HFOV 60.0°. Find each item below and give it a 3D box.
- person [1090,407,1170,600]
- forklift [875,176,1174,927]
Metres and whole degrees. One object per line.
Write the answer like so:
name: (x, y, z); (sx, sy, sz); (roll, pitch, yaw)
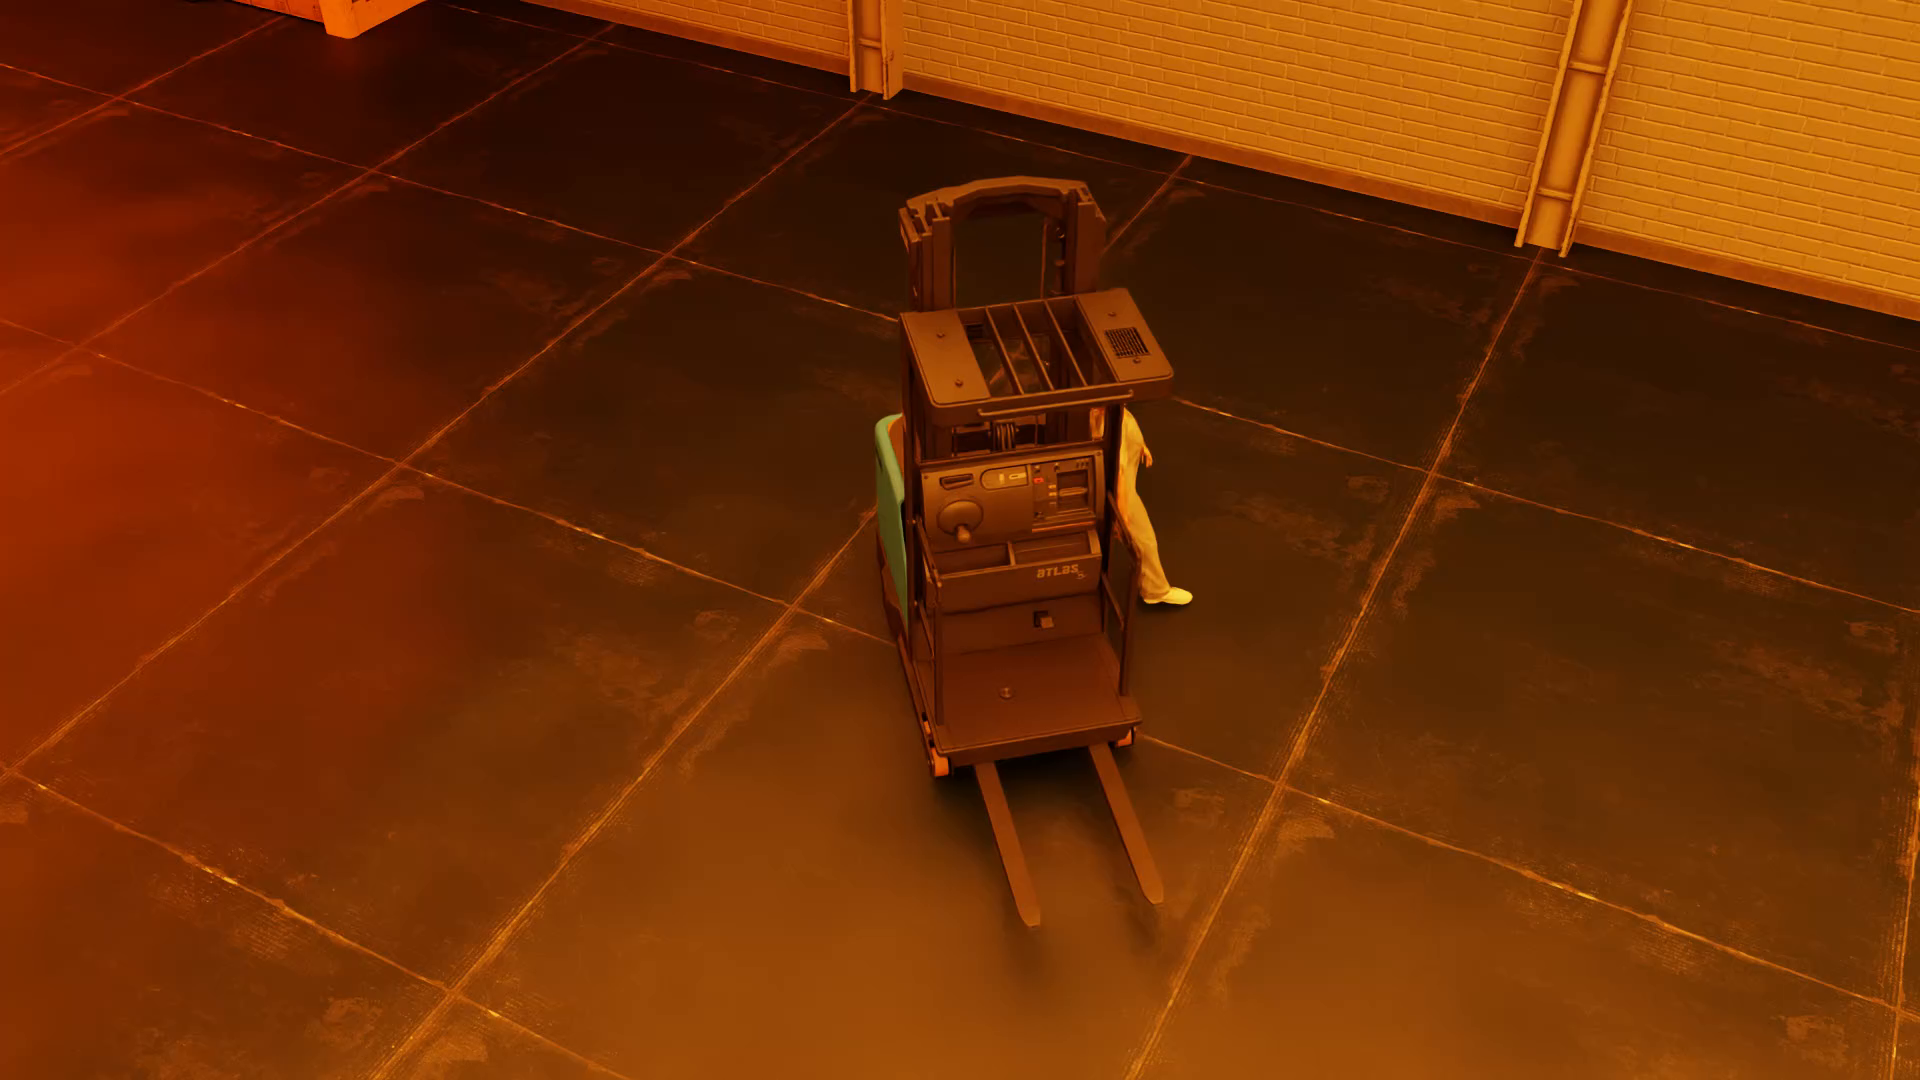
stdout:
person: (0.872, -0.235, 9.431); (0.647, 1.340, 0.517); (-9, 41, -10)
forklift: (0.317, -0.141, 8.154); (1.130, 2.935, 3.031); (-8, 41, -9)
